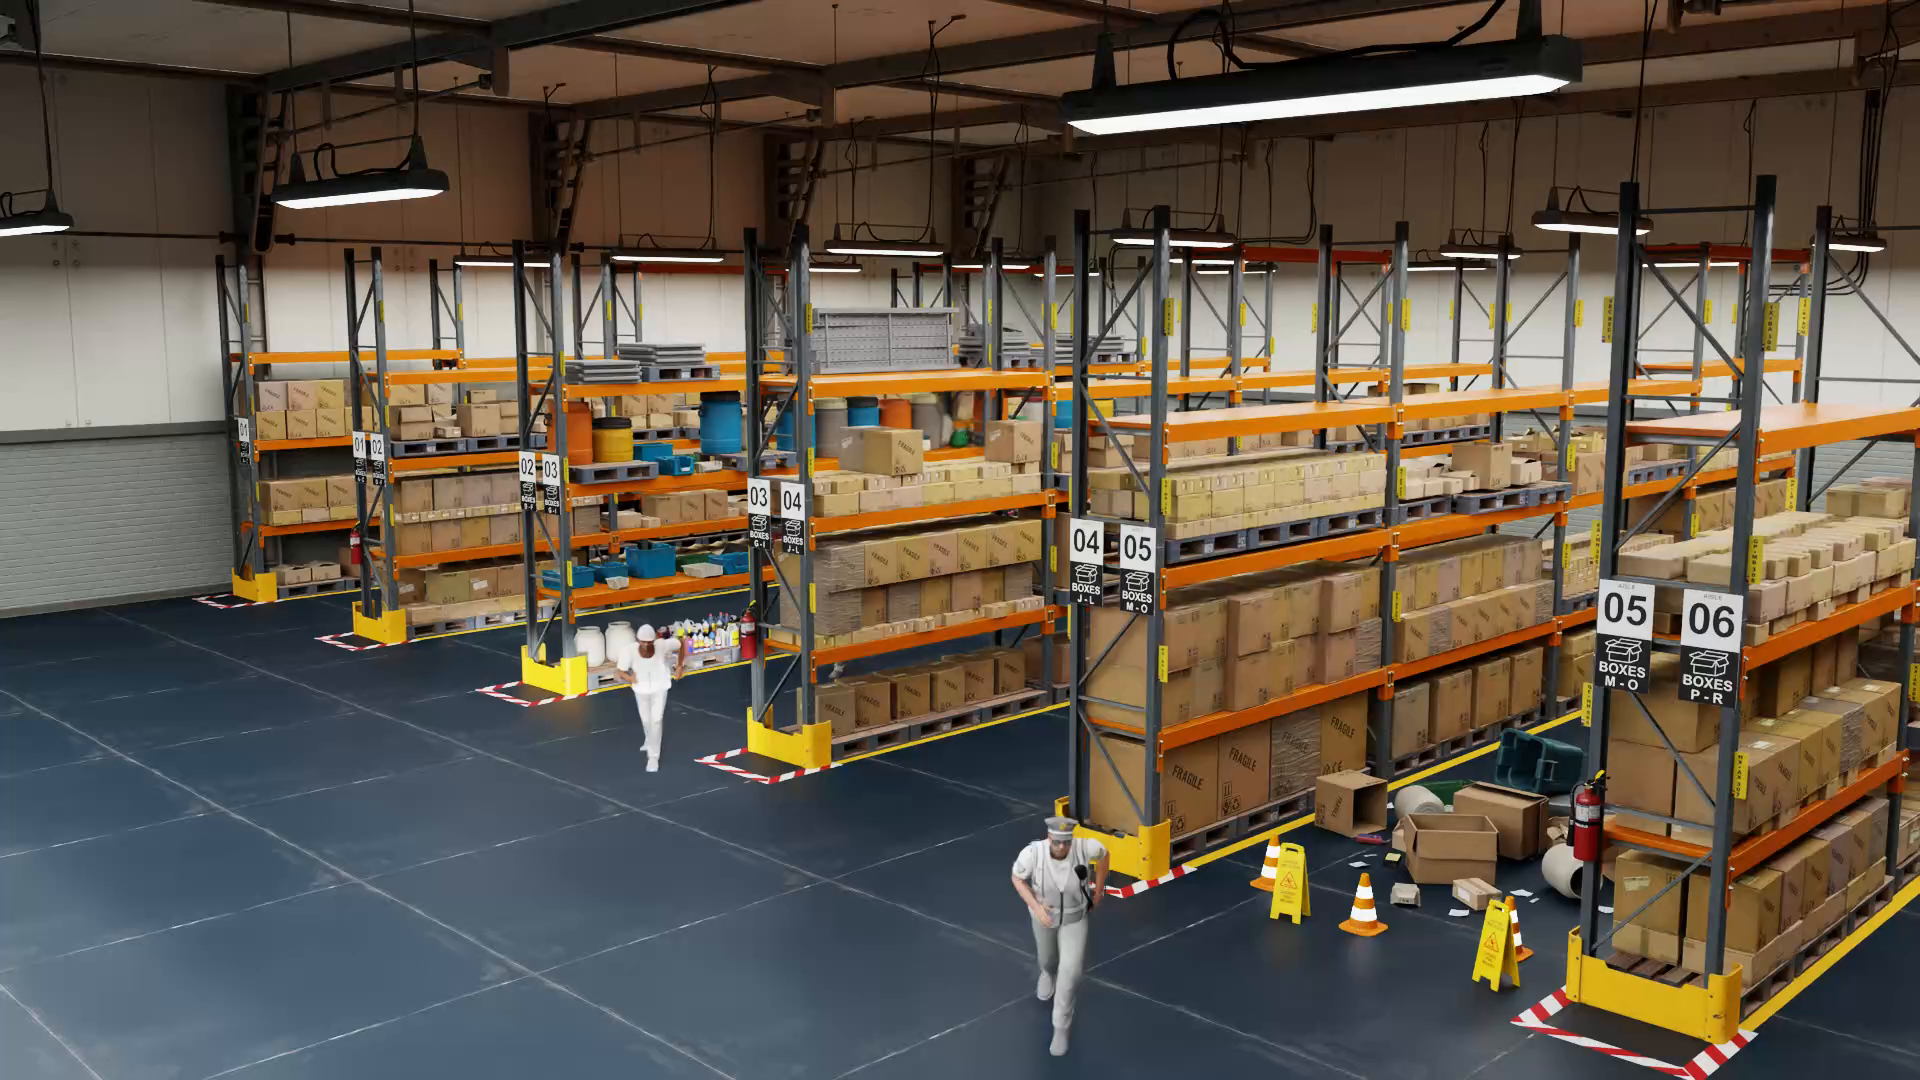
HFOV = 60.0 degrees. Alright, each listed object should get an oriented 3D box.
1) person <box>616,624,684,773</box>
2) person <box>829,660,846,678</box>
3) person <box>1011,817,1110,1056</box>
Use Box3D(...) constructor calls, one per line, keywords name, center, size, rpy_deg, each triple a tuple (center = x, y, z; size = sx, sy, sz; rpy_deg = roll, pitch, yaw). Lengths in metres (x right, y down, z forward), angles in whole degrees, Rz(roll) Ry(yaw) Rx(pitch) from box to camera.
Box3D(name="person", center=(-3.467, 1.733, 18.703), size=(0.746, 1.714, 1.008), rpy_deg=(-1, 8, -7))
Box3D(name="person", center=(-1.642, 1.064, 23.180), size=(0.655, 1.716, 0.772), rpy_deg=(3, 9, 22))
Box3D(name="person", center=(0.707, 2.696, 11.902), size=(0.703, 1.720, 1.024), rpy_deg=(0, 8, -2))
